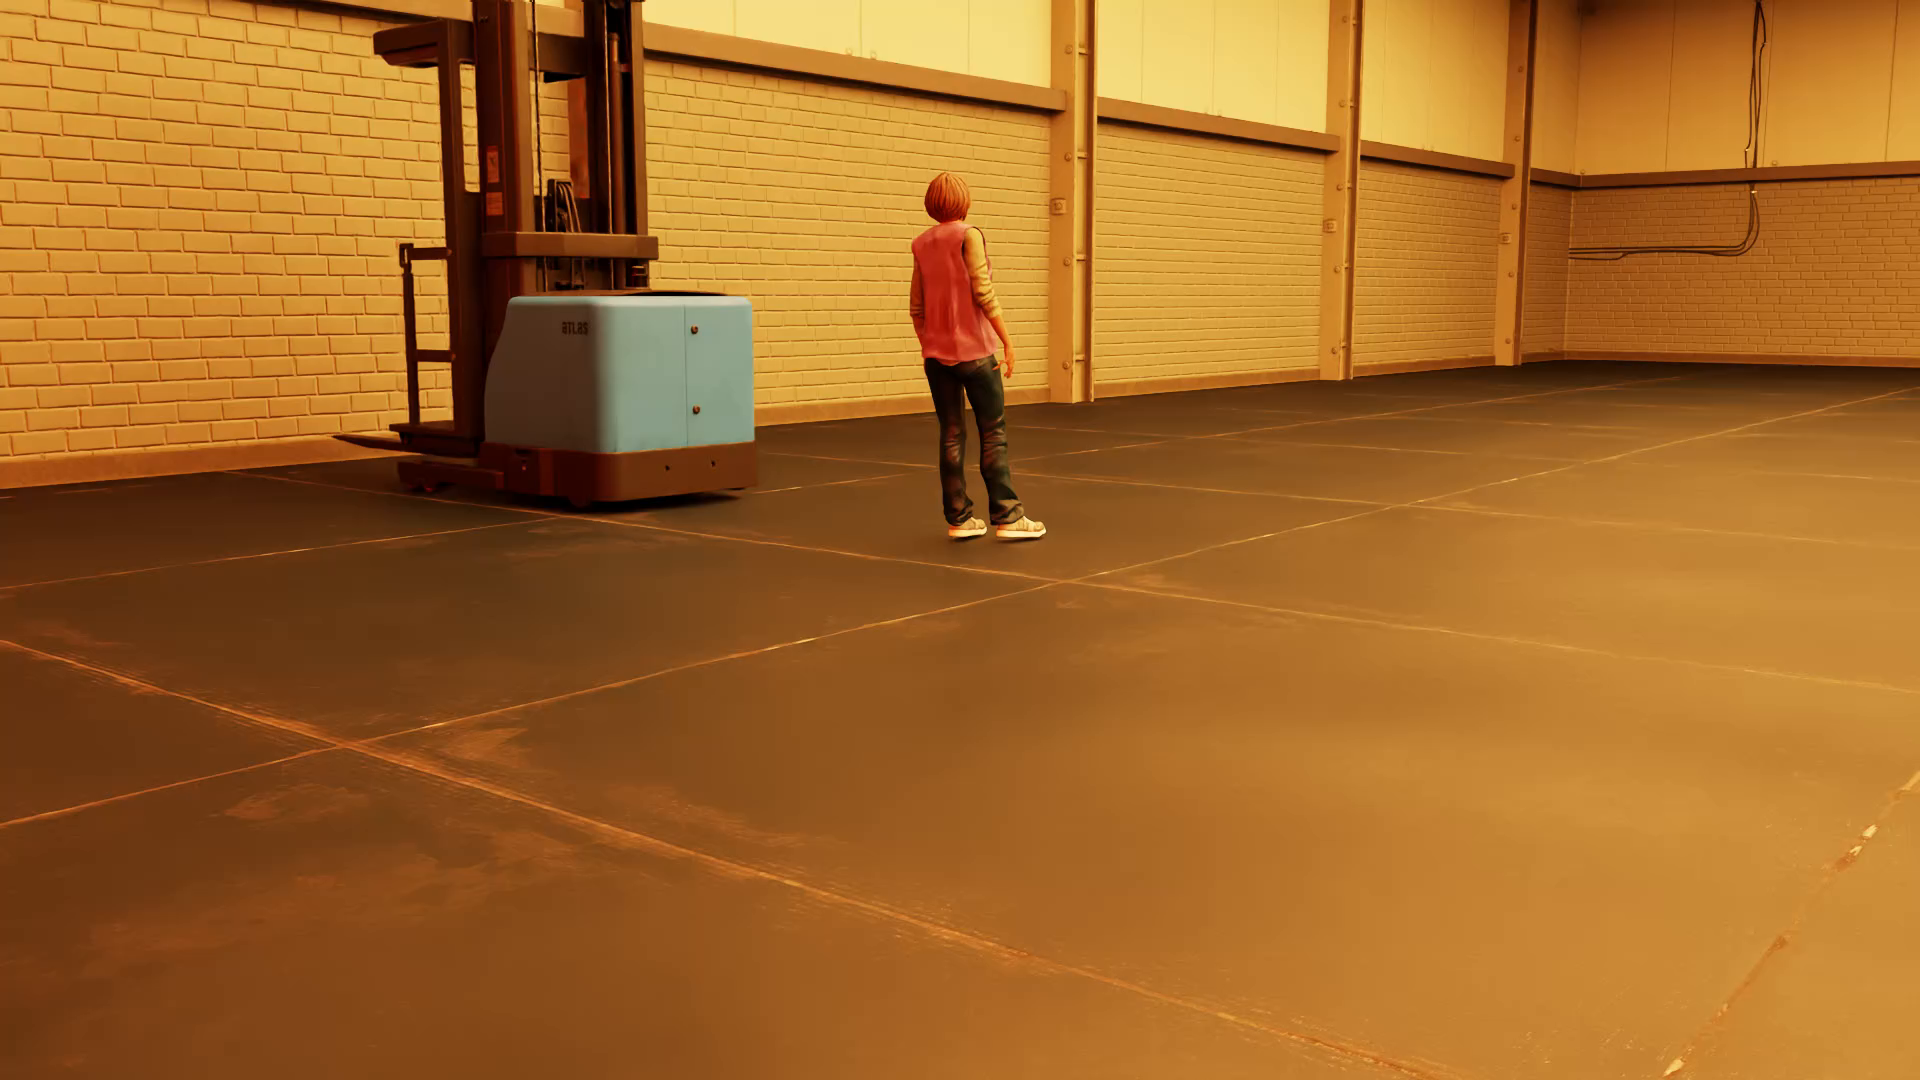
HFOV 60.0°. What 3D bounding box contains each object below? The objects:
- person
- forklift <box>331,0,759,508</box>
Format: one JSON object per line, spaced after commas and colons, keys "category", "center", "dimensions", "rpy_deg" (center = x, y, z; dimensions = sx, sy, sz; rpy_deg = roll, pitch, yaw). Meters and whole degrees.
{"category": "person", "center": [0.057, -0.804, 7.336], "dimensions": [0.520, 1.596, 0.475], "rpy_deg": [7, 11, 38]}
{"category": "forklift", "center": [-2.519, -1.762, 9.325], "dimensions": [3.031, 2.935, 1.130], "rpy_deg": [7, 11, 41]}
